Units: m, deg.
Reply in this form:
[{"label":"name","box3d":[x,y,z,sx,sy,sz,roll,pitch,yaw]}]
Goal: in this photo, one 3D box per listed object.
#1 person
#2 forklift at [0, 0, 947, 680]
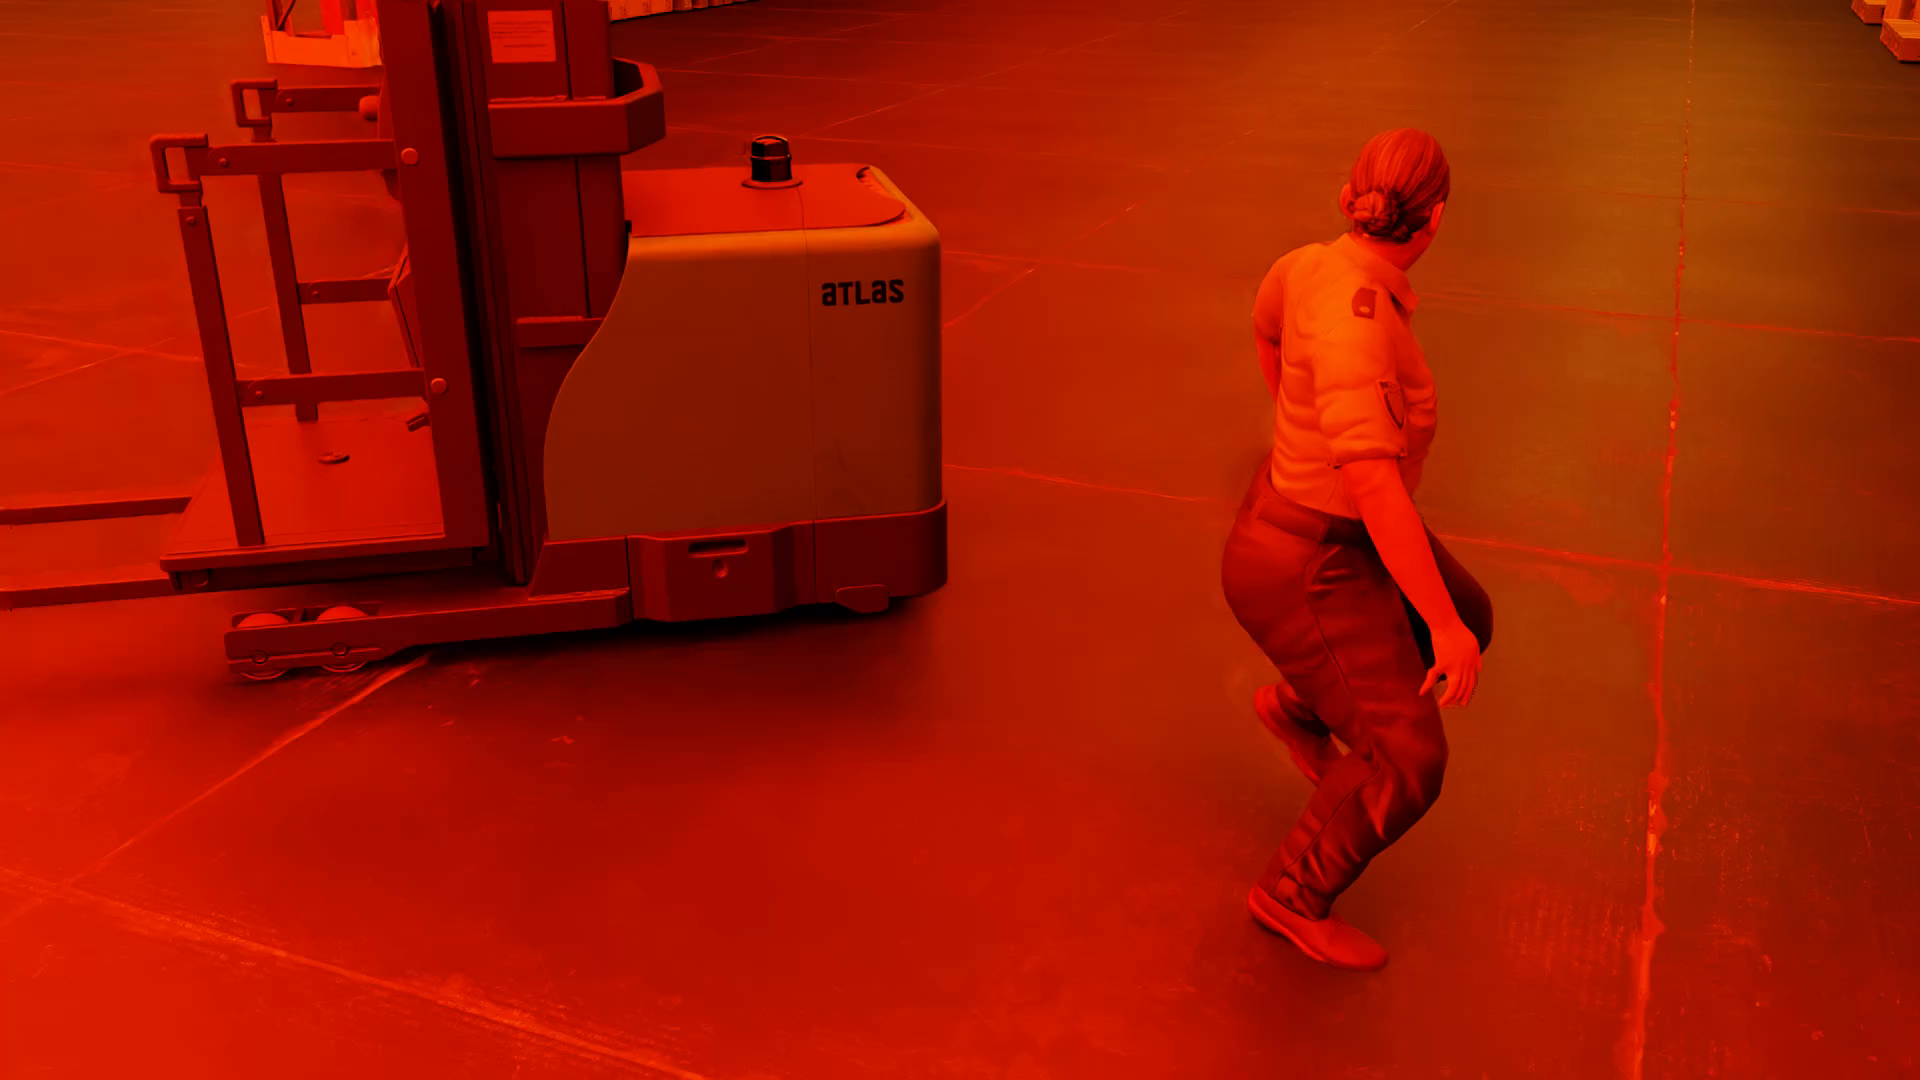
[{"label":"person","box3d":[0.754,0.005,3.135,0.522,1.549,0.807,7,24,17]},{"label":"forklift","box3d":[-1.607,-1.218,4.206,3.031,2.935,1.130,-5,23,-11]}]
